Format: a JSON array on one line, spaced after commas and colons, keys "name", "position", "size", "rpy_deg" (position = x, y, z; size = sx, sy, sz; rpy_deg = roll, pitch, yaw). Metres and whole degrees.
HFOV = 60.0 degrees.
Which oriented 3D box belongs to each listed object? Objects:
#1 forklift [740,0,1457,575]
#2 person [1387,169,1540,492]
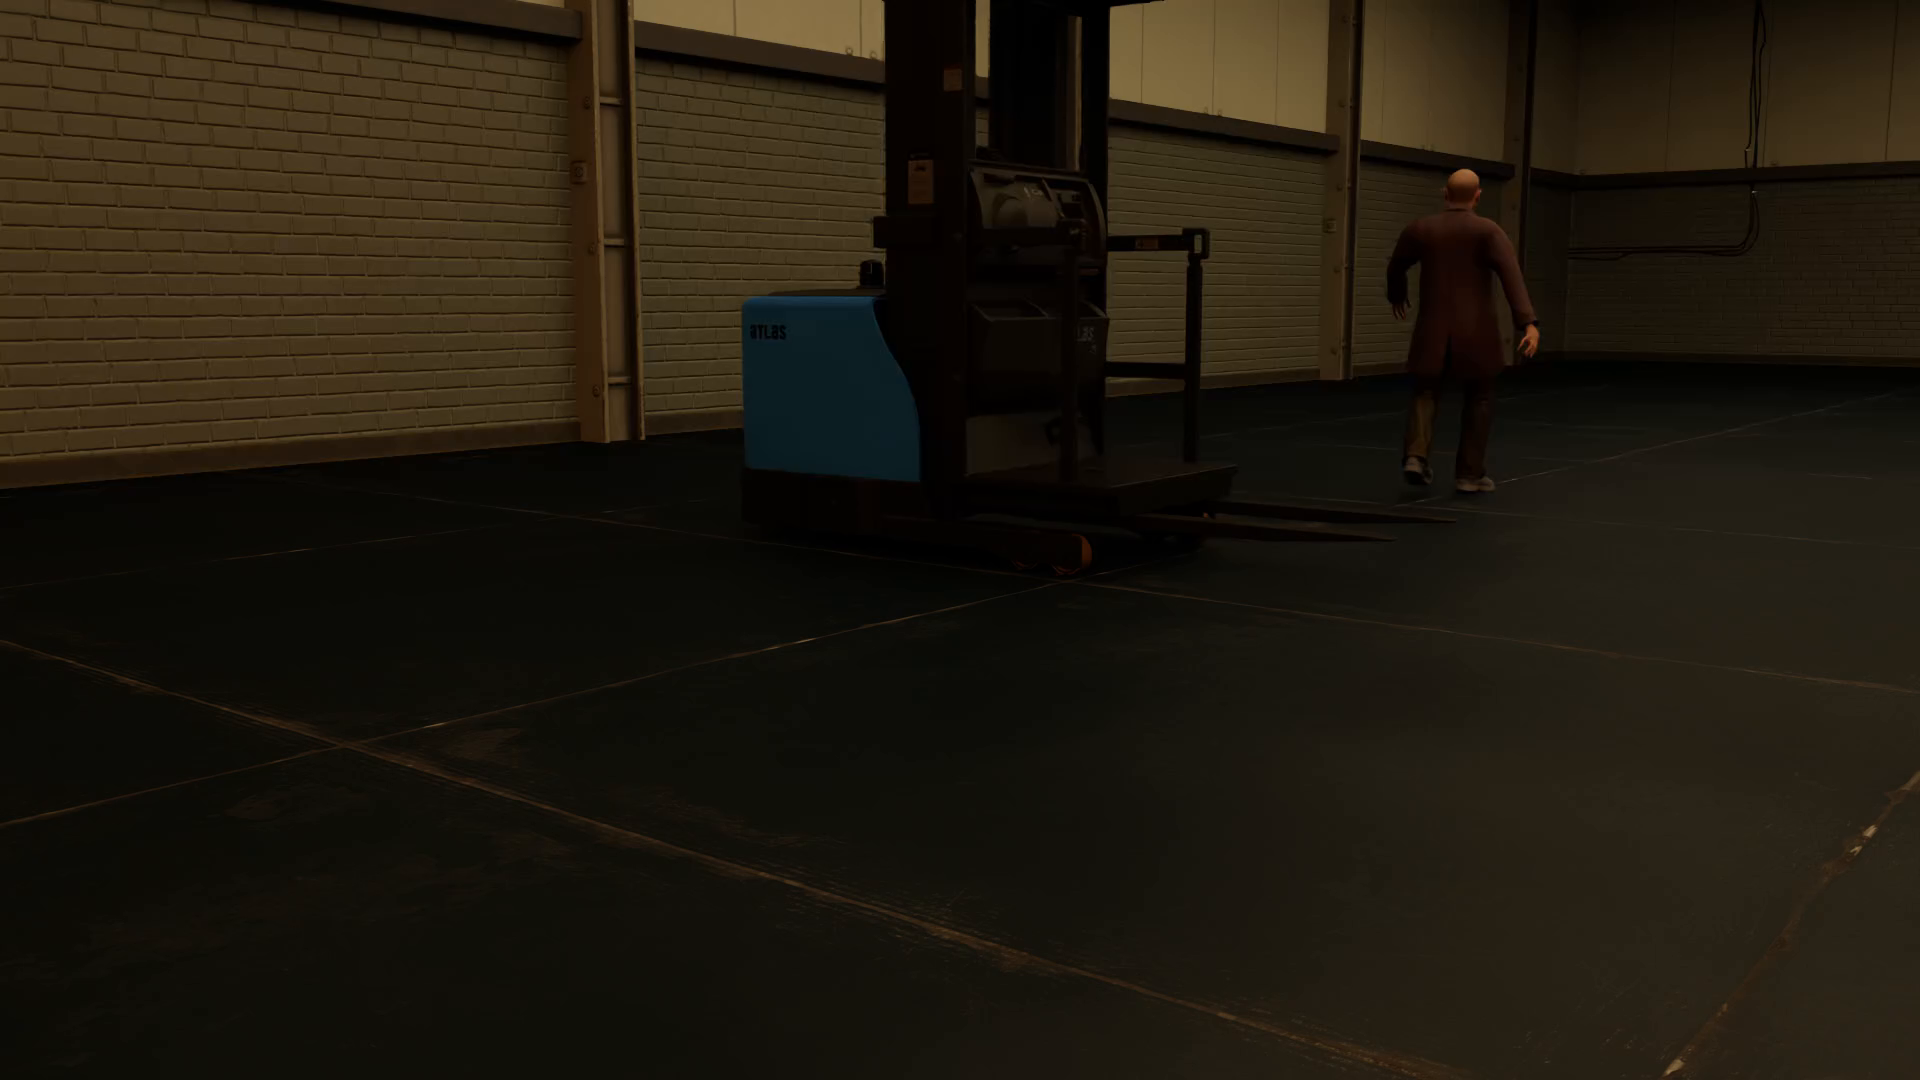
[{"name": "forklift", "position": [0.499, -1.399, 6.842], "size": [3.031, 2.935, 1.130], "rpy_deg": [6, 10, 36]}, {"name": "person", "position": [2.713, -1.127, 9.066], "size": [0.948, 1.760, 0.782], "rpy_deg": [5, 10, 32]}]
